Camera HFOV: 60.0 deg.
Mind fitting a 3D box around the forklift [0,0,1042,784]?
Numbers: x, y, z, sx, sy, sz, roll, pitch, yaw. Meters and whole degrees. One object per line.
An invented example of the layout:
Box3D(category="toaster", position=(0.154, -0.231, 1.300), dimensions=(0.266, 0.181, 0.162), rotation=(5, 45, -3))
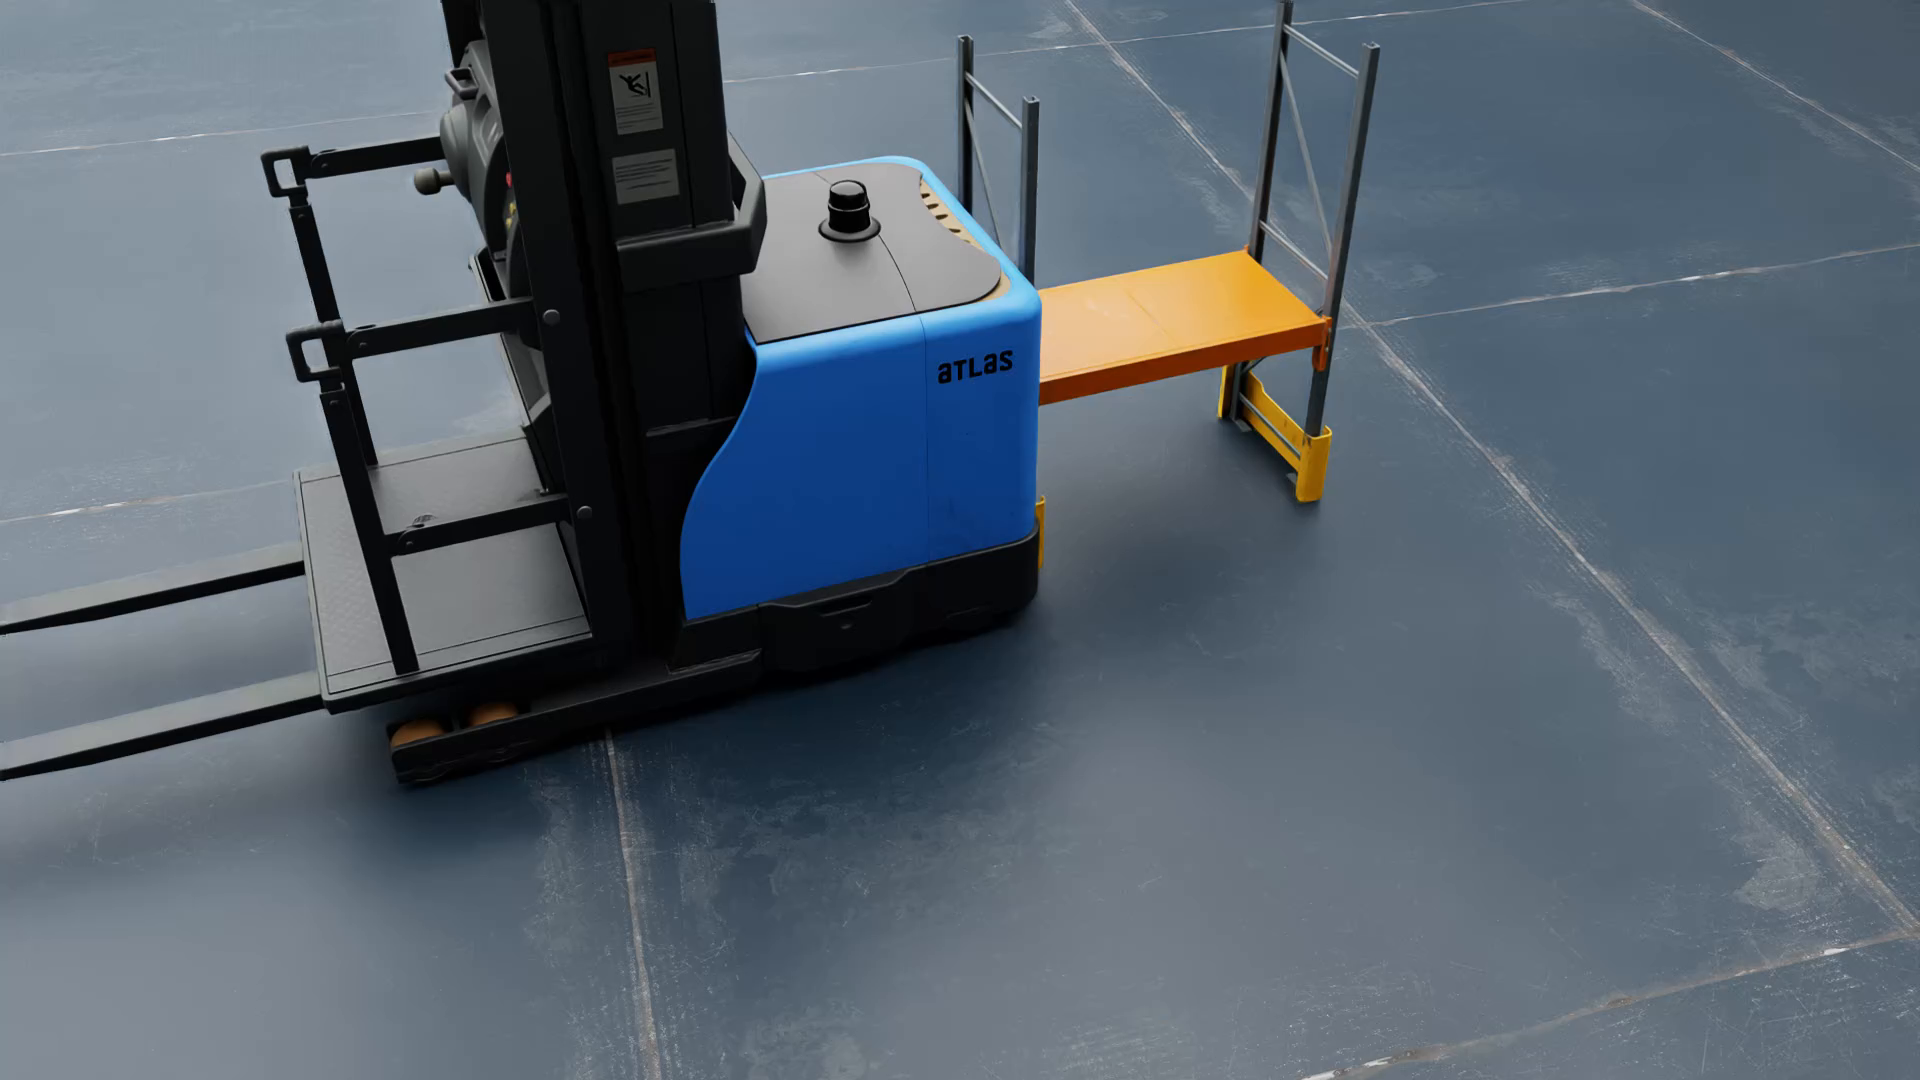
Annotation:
Box3D(category="forklift", position=(-1.340, -0.889, 3.999), dimensions=(3.031, 2.935, 1.130), rotation=(-13, 39, -17))

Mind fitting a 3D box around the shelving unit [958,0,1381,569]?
Box3D(category="shelving unit", position=(0.580, -0.778, 5.033), dimensions=(1.083, 1.500, 0.587), rotation=(-13, 39, -17))

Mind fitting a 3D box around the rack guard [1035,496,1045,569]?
Box3D(category="rack guard", position=(0.116, -0.171, 5.268), dimensions=(0.087, 0.250, 0.587), rotation=(-13, 39, -17))

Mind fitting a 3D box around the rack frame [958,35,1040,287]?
Box3D(category="rack frame", position=(0.098, -0.663, 4.882), dimensions=(0.032, 1.500, 0.500), rotation=(-13, 39, -17))

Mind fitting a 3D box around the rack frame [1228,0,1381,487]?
Box3D(category="rack frame", position=(1.045, -0.889, 5.178), dimensions=(0.032, 1.500, 0.500), rotation=(-13, 39, -17))

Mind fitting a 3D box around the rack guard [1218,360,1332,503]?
Box3D(category="rack guard", position=(1.043, -0.392, 5.557), dimensions=(0.087, 0.250, 0.587), rotation=(-13, 39, -17))

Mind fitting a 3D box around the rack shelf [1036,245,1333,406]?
Box3D(category="rack shelf", position=(0.571, -0.633, 5.139), dimensions=(1.000, 0.185, 0.538), rotation=(-13, 39, -17))
